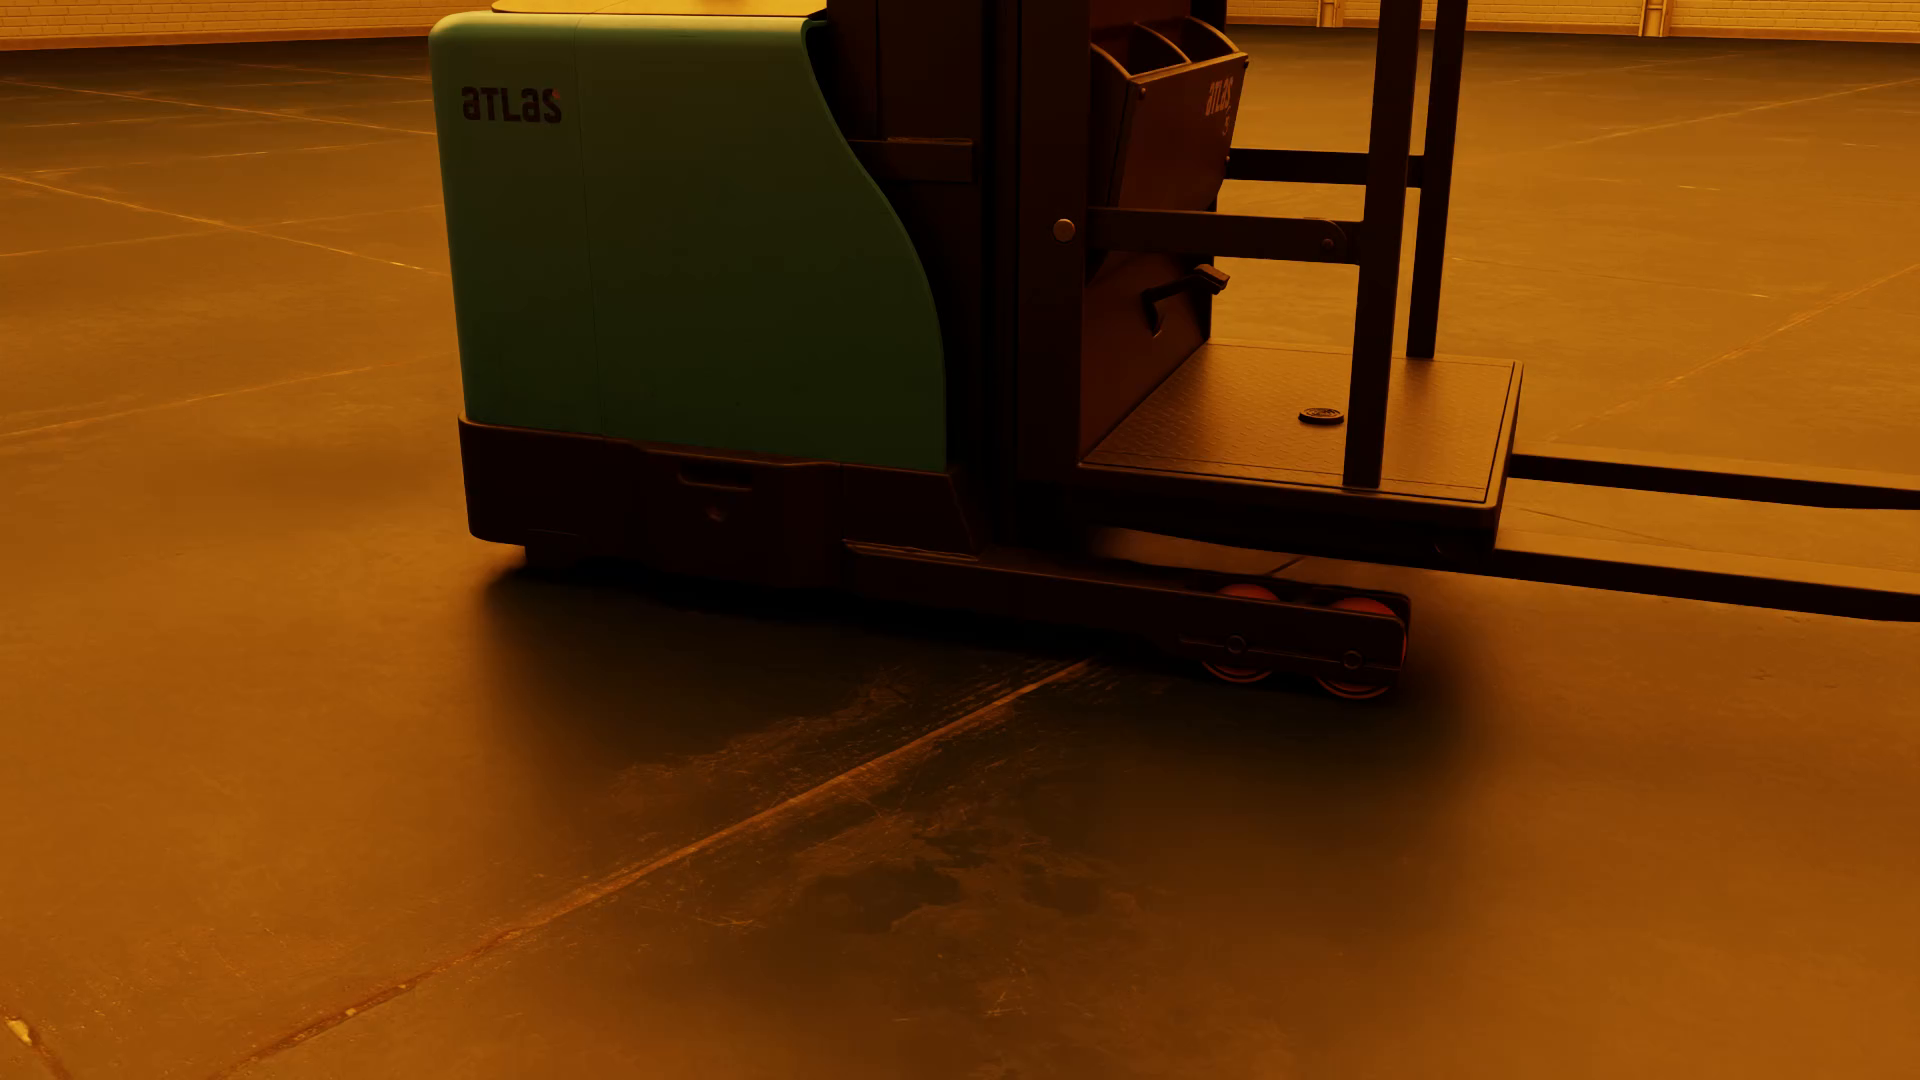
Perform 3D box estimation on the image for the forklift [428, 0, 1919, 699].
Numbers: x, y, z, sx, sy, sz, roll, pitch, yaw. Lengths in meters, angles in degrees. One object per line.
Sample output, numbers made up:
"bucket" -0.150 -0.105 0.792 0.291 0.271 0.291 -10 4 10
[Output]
"forklift" 0.572 -1.316 2.861 3.031 2.935 1.130 7 20 19
